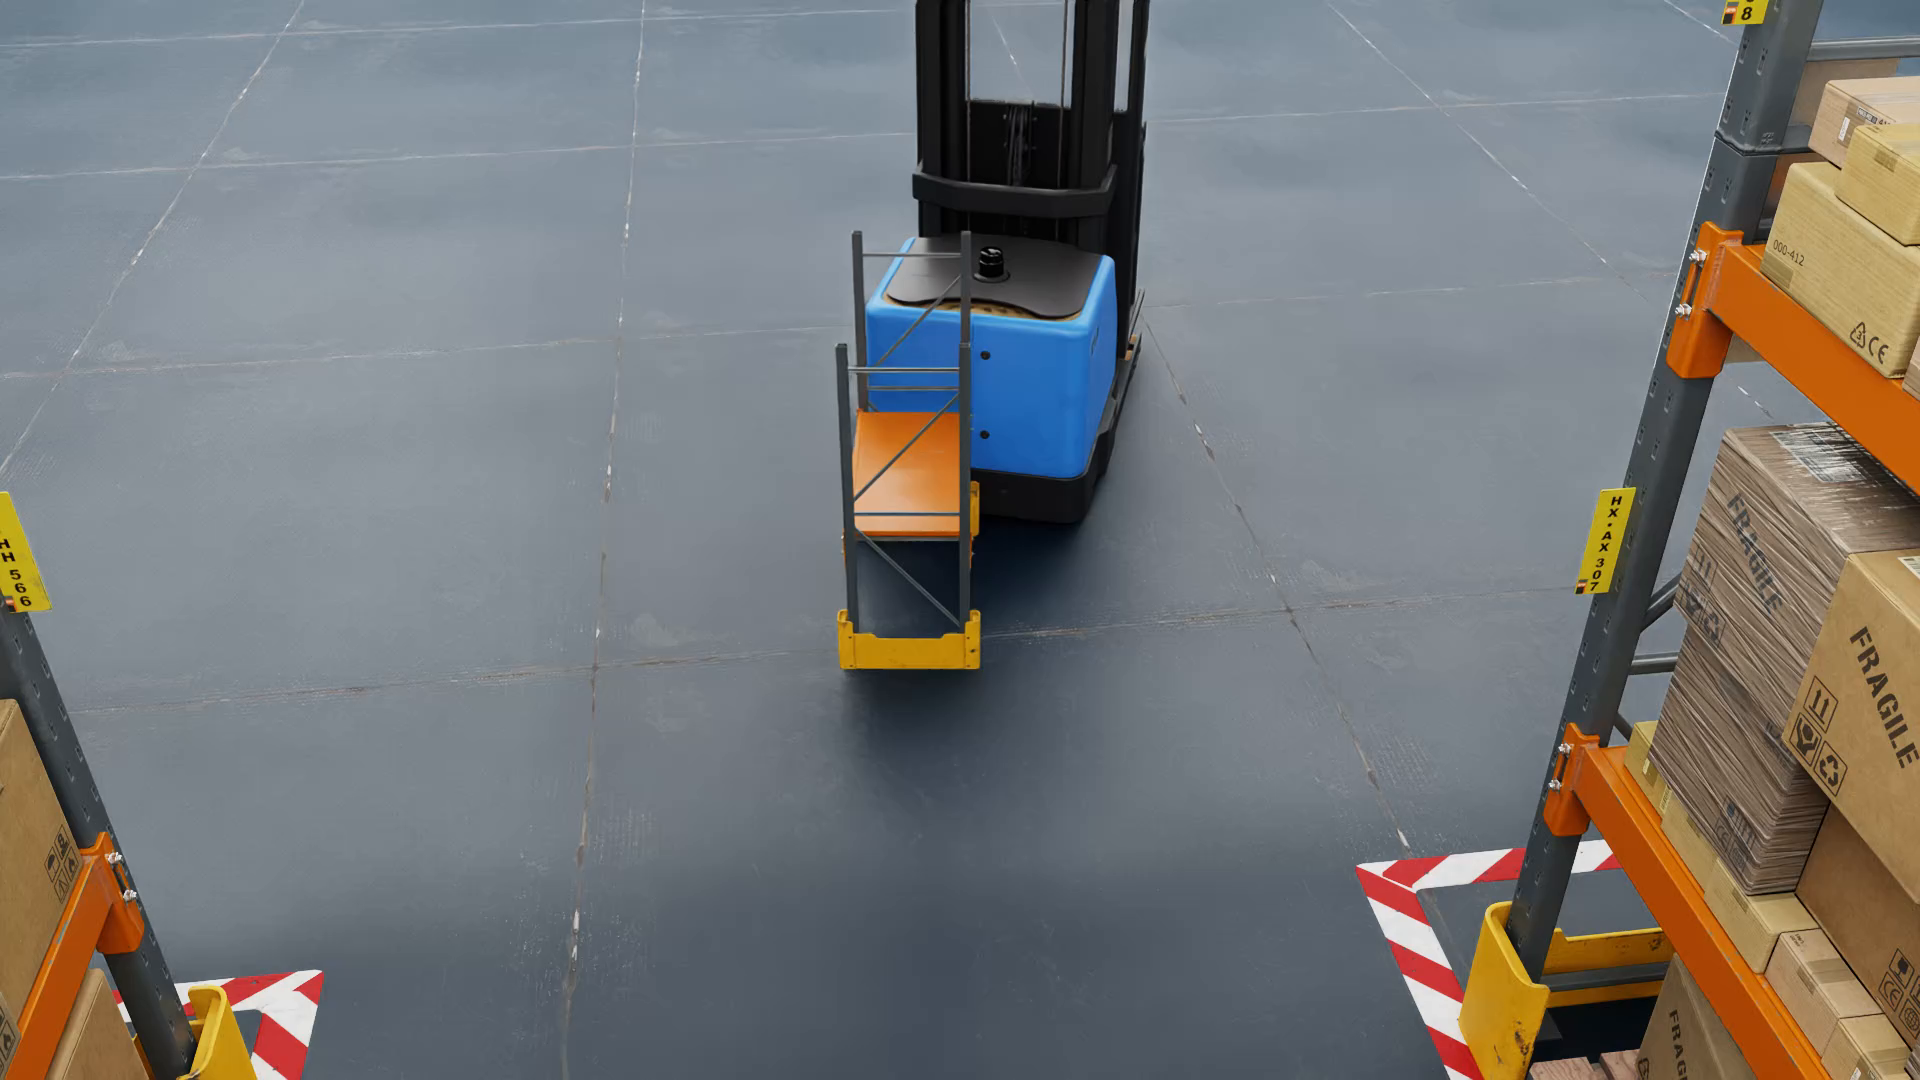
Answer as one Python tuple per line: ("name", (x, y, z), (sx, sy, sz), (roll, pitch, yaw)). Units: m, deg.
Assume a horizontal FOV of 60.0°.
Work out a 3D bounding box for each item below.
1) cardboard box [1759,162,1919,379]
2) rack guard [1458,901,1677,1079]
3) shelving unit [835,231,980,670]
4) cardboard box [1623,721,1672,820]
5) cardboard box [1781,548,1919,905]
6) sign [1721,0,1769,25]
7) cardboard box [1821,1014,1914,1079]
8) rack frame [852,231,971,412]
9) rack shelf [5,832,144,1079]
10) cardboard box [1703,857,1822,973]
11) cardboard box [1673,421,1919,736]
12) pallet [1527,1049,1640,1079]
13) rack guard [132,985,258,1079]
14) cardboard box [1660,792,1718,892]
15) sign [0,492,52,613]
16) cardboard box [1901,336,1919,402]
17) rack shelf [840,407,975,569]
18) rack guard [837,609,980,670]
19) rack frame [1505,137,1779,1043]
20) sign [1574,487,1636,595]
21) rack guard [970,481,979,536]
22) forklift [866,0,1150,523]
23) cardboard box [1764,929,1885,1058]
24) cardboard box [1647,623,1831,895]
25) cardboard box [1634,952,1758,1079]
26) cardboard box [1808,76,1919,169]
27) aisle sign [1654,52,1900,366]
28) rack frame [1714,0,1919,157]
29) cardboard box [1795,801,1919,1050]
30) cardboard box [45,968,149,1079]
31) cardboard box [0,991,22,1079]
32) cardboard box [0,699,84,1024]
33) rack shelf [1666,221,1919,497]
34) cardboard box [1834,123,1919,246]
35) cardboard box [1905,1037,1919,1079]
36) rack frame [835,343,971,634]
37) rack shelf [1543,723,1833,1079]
("cardboard box", (2.020, -0.567, 3.388), (0.500, 0.250, 0.500), (-3, 34, -5))
("rack guard", (2.222, 1.397, 5.256), (1.175, 0.500, 0.348), (-4, 35, -6))
("shelving unit", (-0.207, -0.381, 6.978), (0.587, 1.500, 1.083), (0, 34, 0))
("cardboard box", (2.014, 0.603, 4.425), (0.380, 0.149, 0.250), (-4, 35, -6))
("cardboard box", (2.076, 0.352, 3.330), (0.500, 0.500, 0.500), (-4, 35, -6))
("sign", (1.674, -1.238, 3.463), (0.100, 0.325, 0.005), (-4, 35, -6))
("cardboard box", (2.128, 1.162, 3.604), (0.380, 0.149, 0.250), (-4, 35, -6))
("rack frame", (-0.204, -0.673, 7.405), (0.500, 1.500, 0.032), (0, 34, 0))
("rack shelf", (-2.448, 2.054, 2.711), (1.077, 0.370, 4.000), (-4, 35, -6))
("cardboard box", (2.047, 0.884, 4.012), (0.380, 0.149, 0.250), (-4, 35, -6))
("cardboard box", (2.016, 0.072, 3.740), (0.500, 0.500, 0.500), (-4, 35, -6))
("pallet", (2.296, 1.973, 4.668), (1.003, 0.211, 1.213), (-4, 35, -6))
("rack guard", (-2.720, 1.661, 4.869), (1.175, 0.500, 0.348), (-4, 35, -6))
("cardboard box", (2.028, 0.744, 4.218), (0.380, 0.149, 0.250), (-4, 35, -6))
("sign", (-2.177, 0.031, 3.802), (0.100, 0.325, 0.005), (-4, 35, -6))
("cardboard box", (2.096, -0.280, 2.967), (0.500, 0.250, 0.500), (-5, 35, -7))
("rack shelf", (-0.207, -0.238, 7.087), (0.538, 0.185, 1.000), (0, 34, 0))
("rack guard", (-0.210, 0.416, 6.918), (0.587, 0.250, 0.087), (0, 34, 0))
("rack frame", (2.212, 0.322, 4.614), (1.000, 3.000, 0.127), (-4, 35, -6))
("sign", (1.674, 0.005, 4.310), (0.100, 0.325, 0.005), (-4, 35, -6))
("rack guard", (-0.205, -0.145, 7.741), (0.587, 0.250, 0.087), (0, 34, 0))
("forklift", (0.386, -2.113, 8.248), (1.130, 2.935, 3.031), (7, 35, 10))
("cardboard box", (2.101, 1.022, 3.809), (0.380, 0.149, 0.250), (-4, 35, -6))
("cardboard box", (2.258, 0.467, 4.049), (0.875, 0.500, 0.500), (-4, 35, -6))
("cardboard box", (2.279, 1.531, 4.687), (0.500, 0.500, 0.500), (2, 34, 2))
("cardboard box", (2.020, -0.849, 3.448), (0.380, 0.149, 0.250), (-5, 35, -7))
("aisle sign", (1.906, -0.764, 3.899), (0.394, 0.787, 0.004), (-4, 35, -6))
("rack frame", (2.212, -2.157, 2.925), (1.000, 3.000, 0.127), (-4, 35, -6))
("cardboard box", (2.445, 0.737, 3.653), (0.875, 0.500, 0.500), (-4, 35, -6))
("cardboard box", (-2.560, 1.719, 4.078), (0.875, 0.875, 0.875), (-4, 34, -6))
("cardboard box", (-2.526, 1.088, 3.357), (0.875, 0.550, 0.550), (-4, 35, -6))
("cardboard box", (-2.622, 0.783, 3.805), (0.875, 0.550, 0.550), (-4, 35, -6))
("rack shelf", (2.481, 0.496, 2.334), (1.077, 0.370, 4.000), (-4, 35, -6))
("cardboard box", (1.959, -0.697, 3.225), (0.380, 0.149, 0.250), (-4, 34, -5))
("cardboard box", (2.469, 1.019, 3.238), (0.875, 0.500, 0.500), (-4, 35, -6))
("rack frame", (-0.210, -0.100, 6.565), (0.500, 1.500, 0.032), (0, 34, 0))
("rack shelf", (2.481, 1.735, 3.179), (1.077, 0.370, 4.000), (-4, 35, -6))
